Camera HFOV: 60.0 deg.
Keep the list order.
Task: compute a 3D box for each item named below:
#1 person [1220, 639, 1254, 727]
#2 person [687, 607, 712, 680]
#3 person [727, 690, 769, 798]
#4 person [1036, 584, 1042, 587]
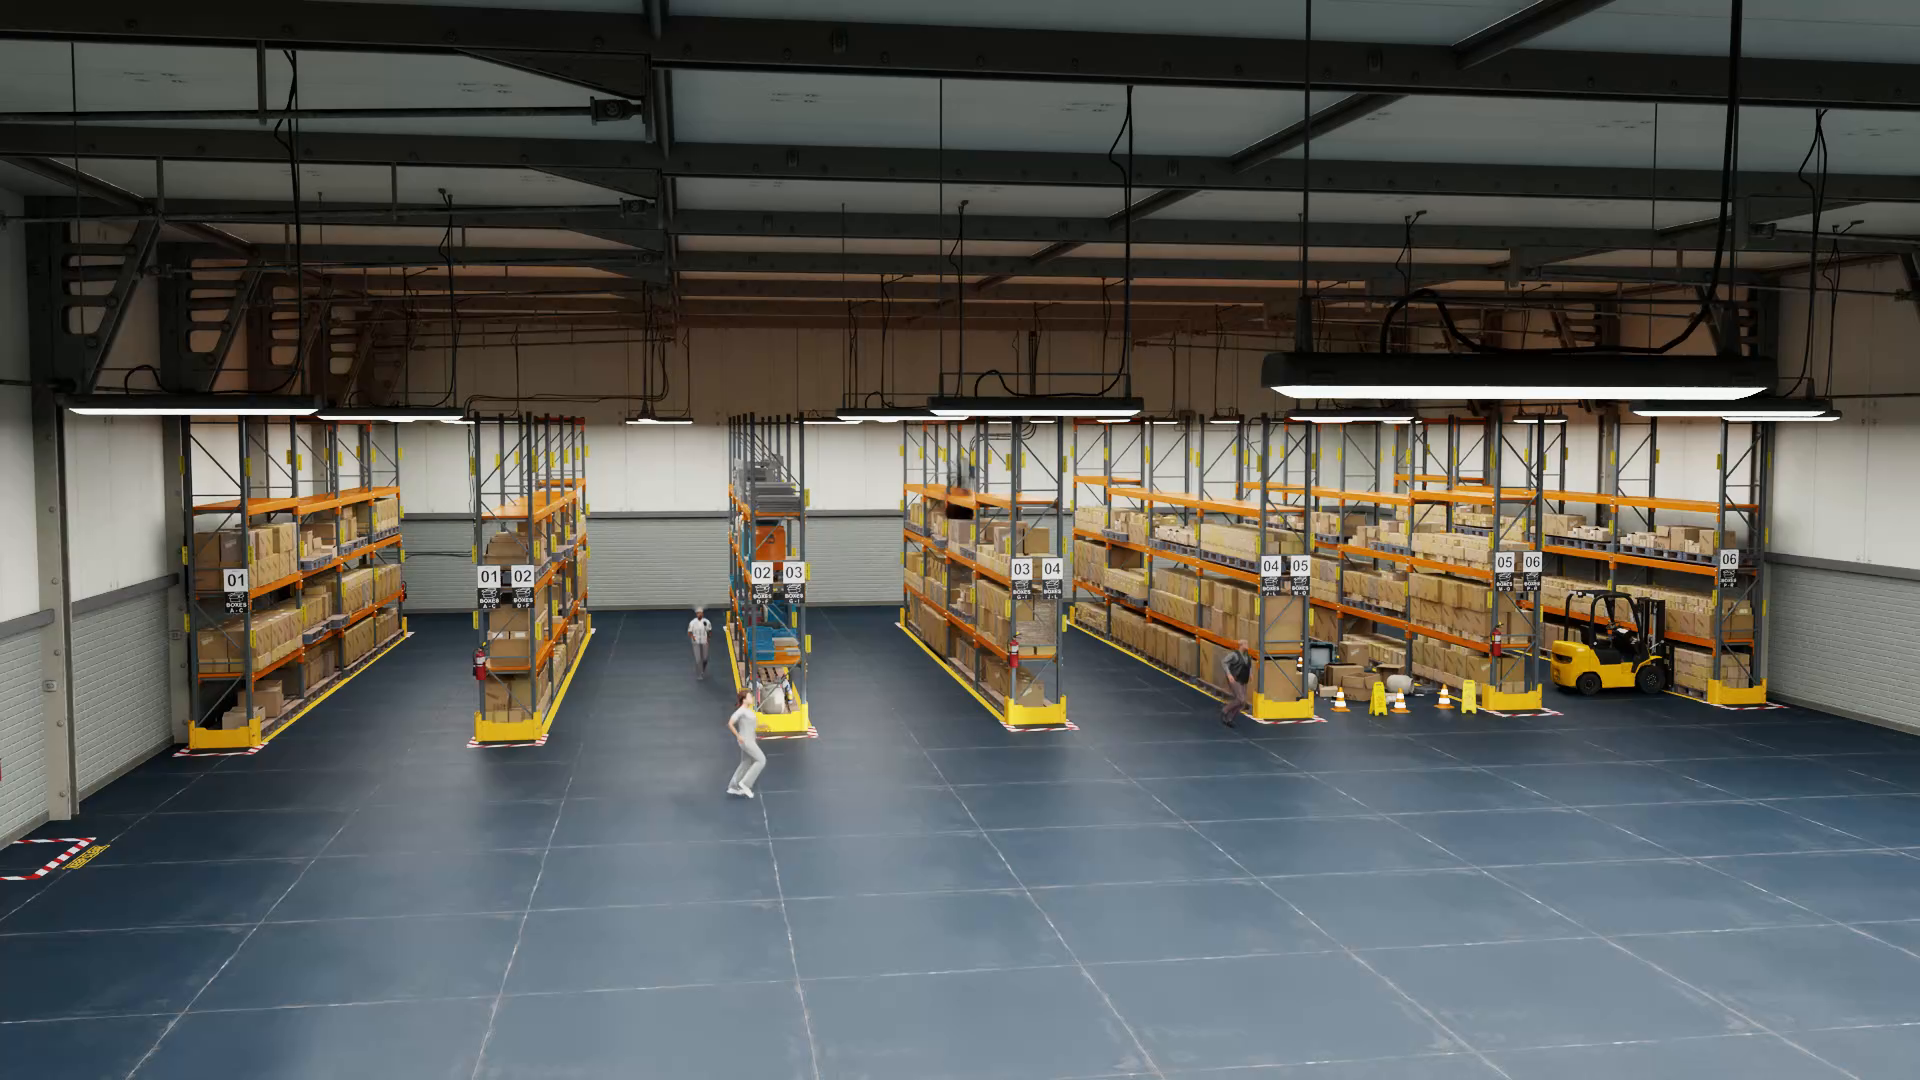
[{"bbox_3d":[5.355,2.731,31.809,0.699,1.668,0.535,-3,5,-41],"label":"person"},{"bbox_3d":[-5.880,2.334,37.648,0.571,1.653,0.572,-1,4,-12],"label":"person"},{"bbox_3d":[-3.272,3.142,25.671,0.670,1.651,0.537,0,4,3],"label":"person"},{"bbox_3d":[2.157,1.629,47.600,0.781,1.722,0.768,0,4,6],"label":"person"}]
